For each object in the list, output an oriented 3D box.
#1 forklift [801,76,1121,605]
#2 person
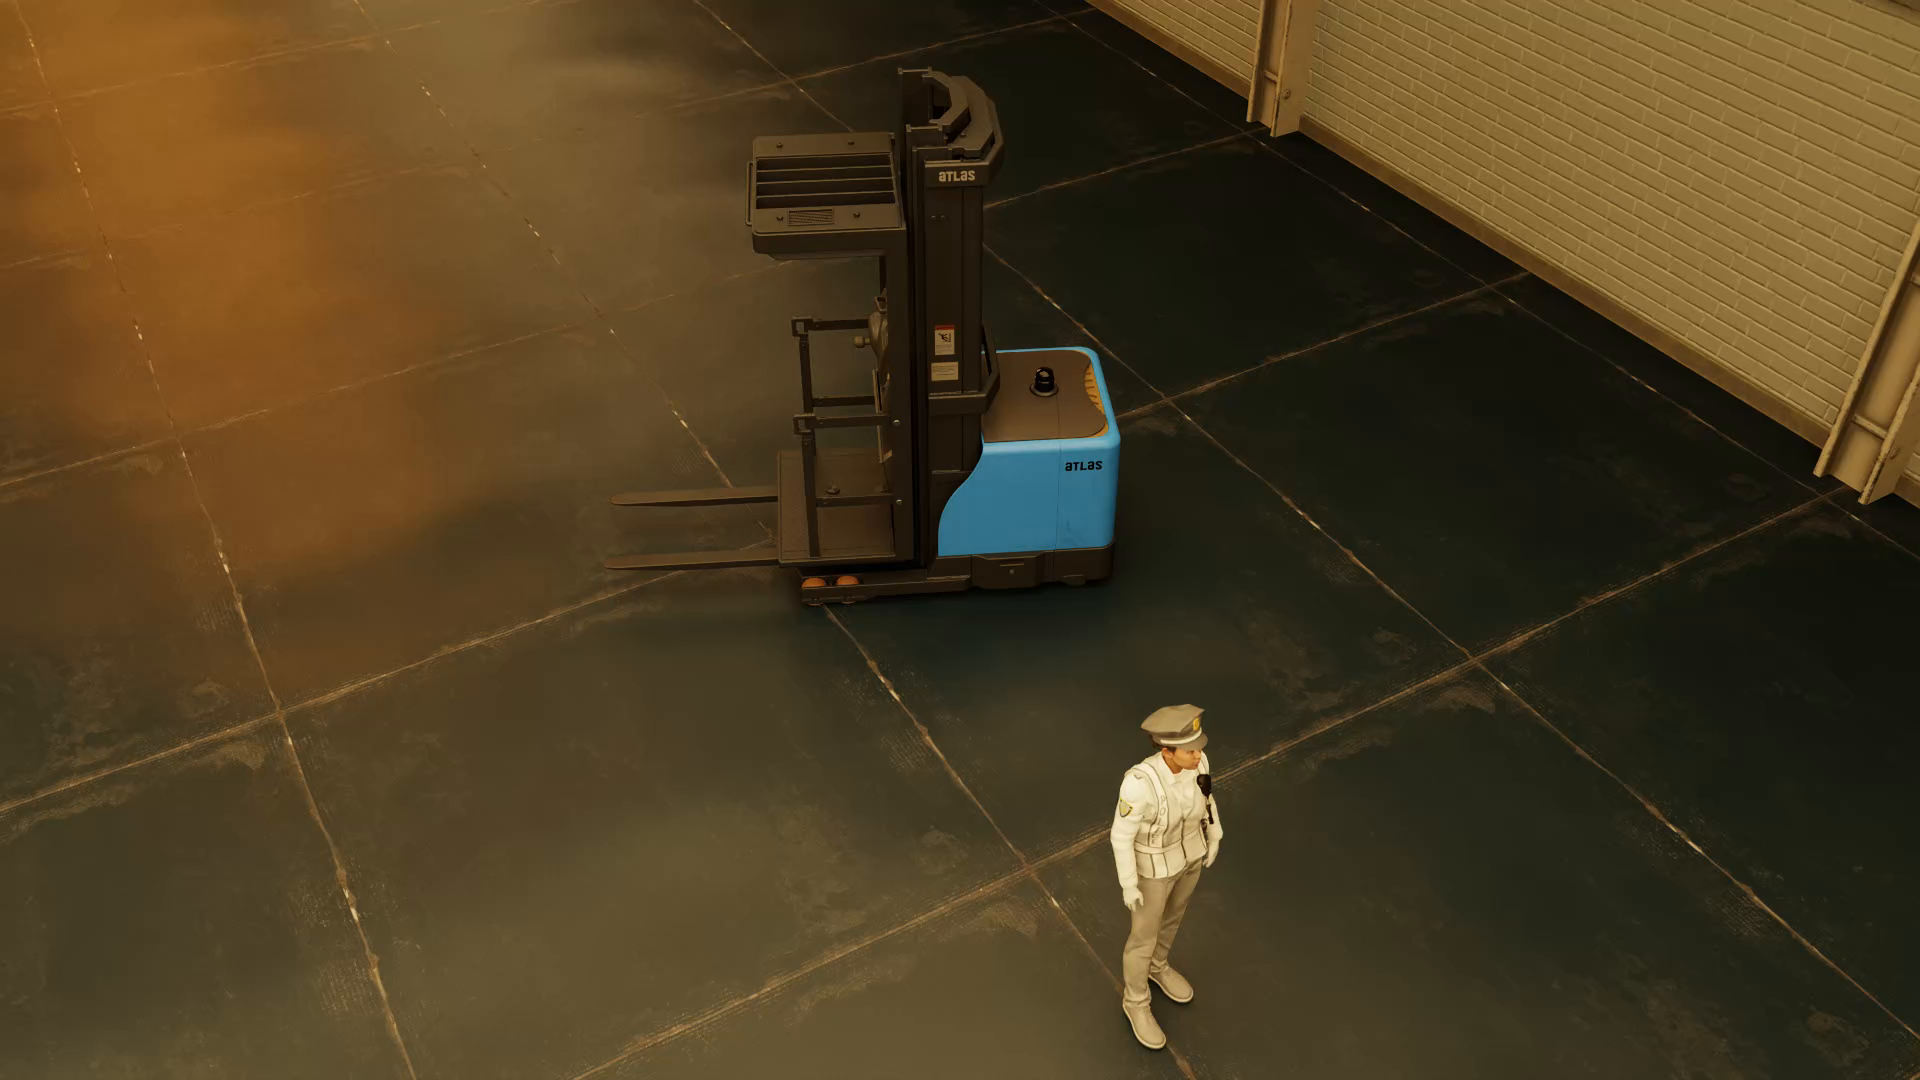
[{"bbox_3d":[-0.078,-1.099,9.411,1.939,2.867,1.129,-3,40,-4],"label":"forklift"},{"bbox_3d":[0.946,1.459,7.267,0.570,1.654,0.500,-26,46,-28],"label":"person"}]
